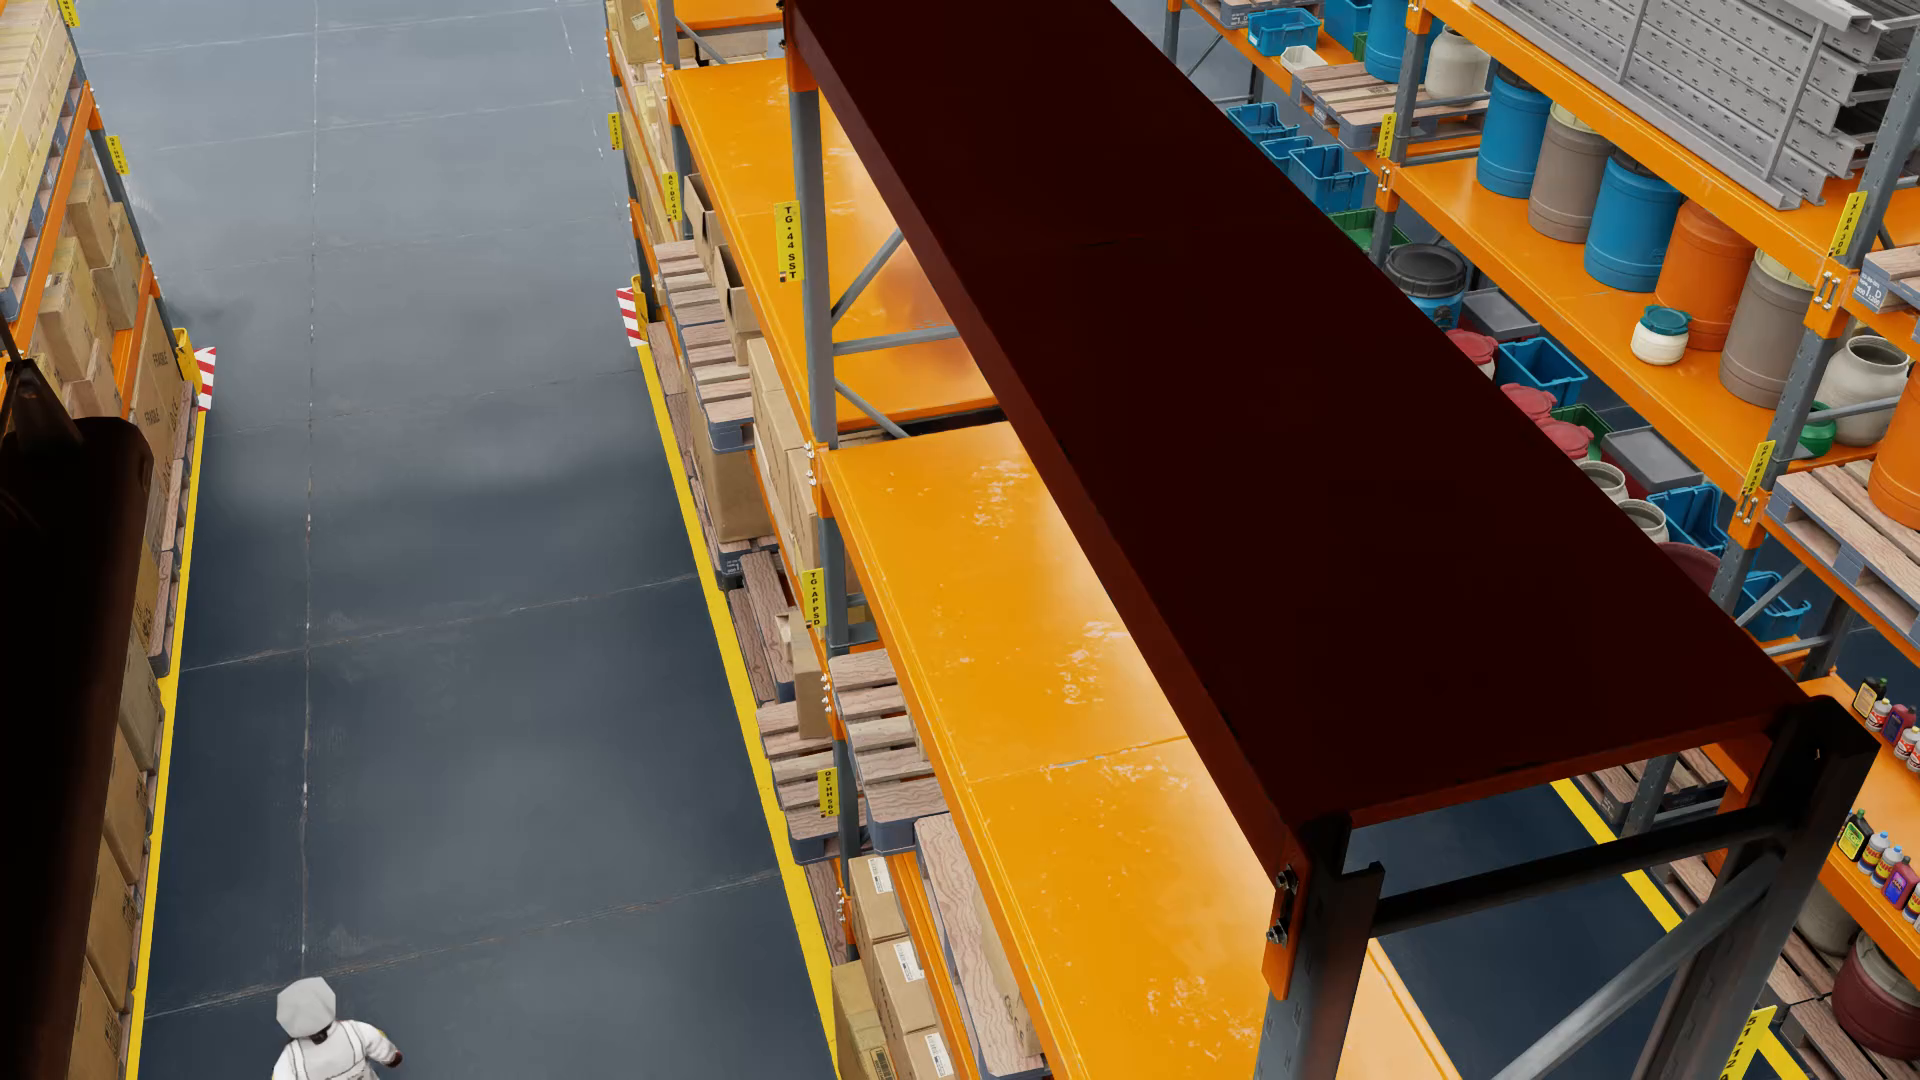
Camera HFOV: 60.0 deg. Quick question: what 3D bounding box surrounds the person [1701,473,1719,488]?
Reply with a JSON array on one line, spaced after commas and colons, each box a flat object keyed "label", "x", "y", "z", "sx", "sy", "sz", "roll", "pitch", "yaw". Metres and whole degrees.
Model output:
[{"label": "person", "x": 5.317, "y": -0.408, "z": 11.989, "sx": 0.550, "sy": 1.713, "sz": 0.796, "roll": -12, "pitch": 40, "yaw": -15}]

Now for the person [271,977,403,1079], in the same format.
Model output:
[{"label": "person", "x": -2.791, "y": 2.699, "z": 7.630, "sx": 0.600, "sy": 1.761, "sz": 0.856, "roll": -16, "pitch": 41, "yaw": -19}]
